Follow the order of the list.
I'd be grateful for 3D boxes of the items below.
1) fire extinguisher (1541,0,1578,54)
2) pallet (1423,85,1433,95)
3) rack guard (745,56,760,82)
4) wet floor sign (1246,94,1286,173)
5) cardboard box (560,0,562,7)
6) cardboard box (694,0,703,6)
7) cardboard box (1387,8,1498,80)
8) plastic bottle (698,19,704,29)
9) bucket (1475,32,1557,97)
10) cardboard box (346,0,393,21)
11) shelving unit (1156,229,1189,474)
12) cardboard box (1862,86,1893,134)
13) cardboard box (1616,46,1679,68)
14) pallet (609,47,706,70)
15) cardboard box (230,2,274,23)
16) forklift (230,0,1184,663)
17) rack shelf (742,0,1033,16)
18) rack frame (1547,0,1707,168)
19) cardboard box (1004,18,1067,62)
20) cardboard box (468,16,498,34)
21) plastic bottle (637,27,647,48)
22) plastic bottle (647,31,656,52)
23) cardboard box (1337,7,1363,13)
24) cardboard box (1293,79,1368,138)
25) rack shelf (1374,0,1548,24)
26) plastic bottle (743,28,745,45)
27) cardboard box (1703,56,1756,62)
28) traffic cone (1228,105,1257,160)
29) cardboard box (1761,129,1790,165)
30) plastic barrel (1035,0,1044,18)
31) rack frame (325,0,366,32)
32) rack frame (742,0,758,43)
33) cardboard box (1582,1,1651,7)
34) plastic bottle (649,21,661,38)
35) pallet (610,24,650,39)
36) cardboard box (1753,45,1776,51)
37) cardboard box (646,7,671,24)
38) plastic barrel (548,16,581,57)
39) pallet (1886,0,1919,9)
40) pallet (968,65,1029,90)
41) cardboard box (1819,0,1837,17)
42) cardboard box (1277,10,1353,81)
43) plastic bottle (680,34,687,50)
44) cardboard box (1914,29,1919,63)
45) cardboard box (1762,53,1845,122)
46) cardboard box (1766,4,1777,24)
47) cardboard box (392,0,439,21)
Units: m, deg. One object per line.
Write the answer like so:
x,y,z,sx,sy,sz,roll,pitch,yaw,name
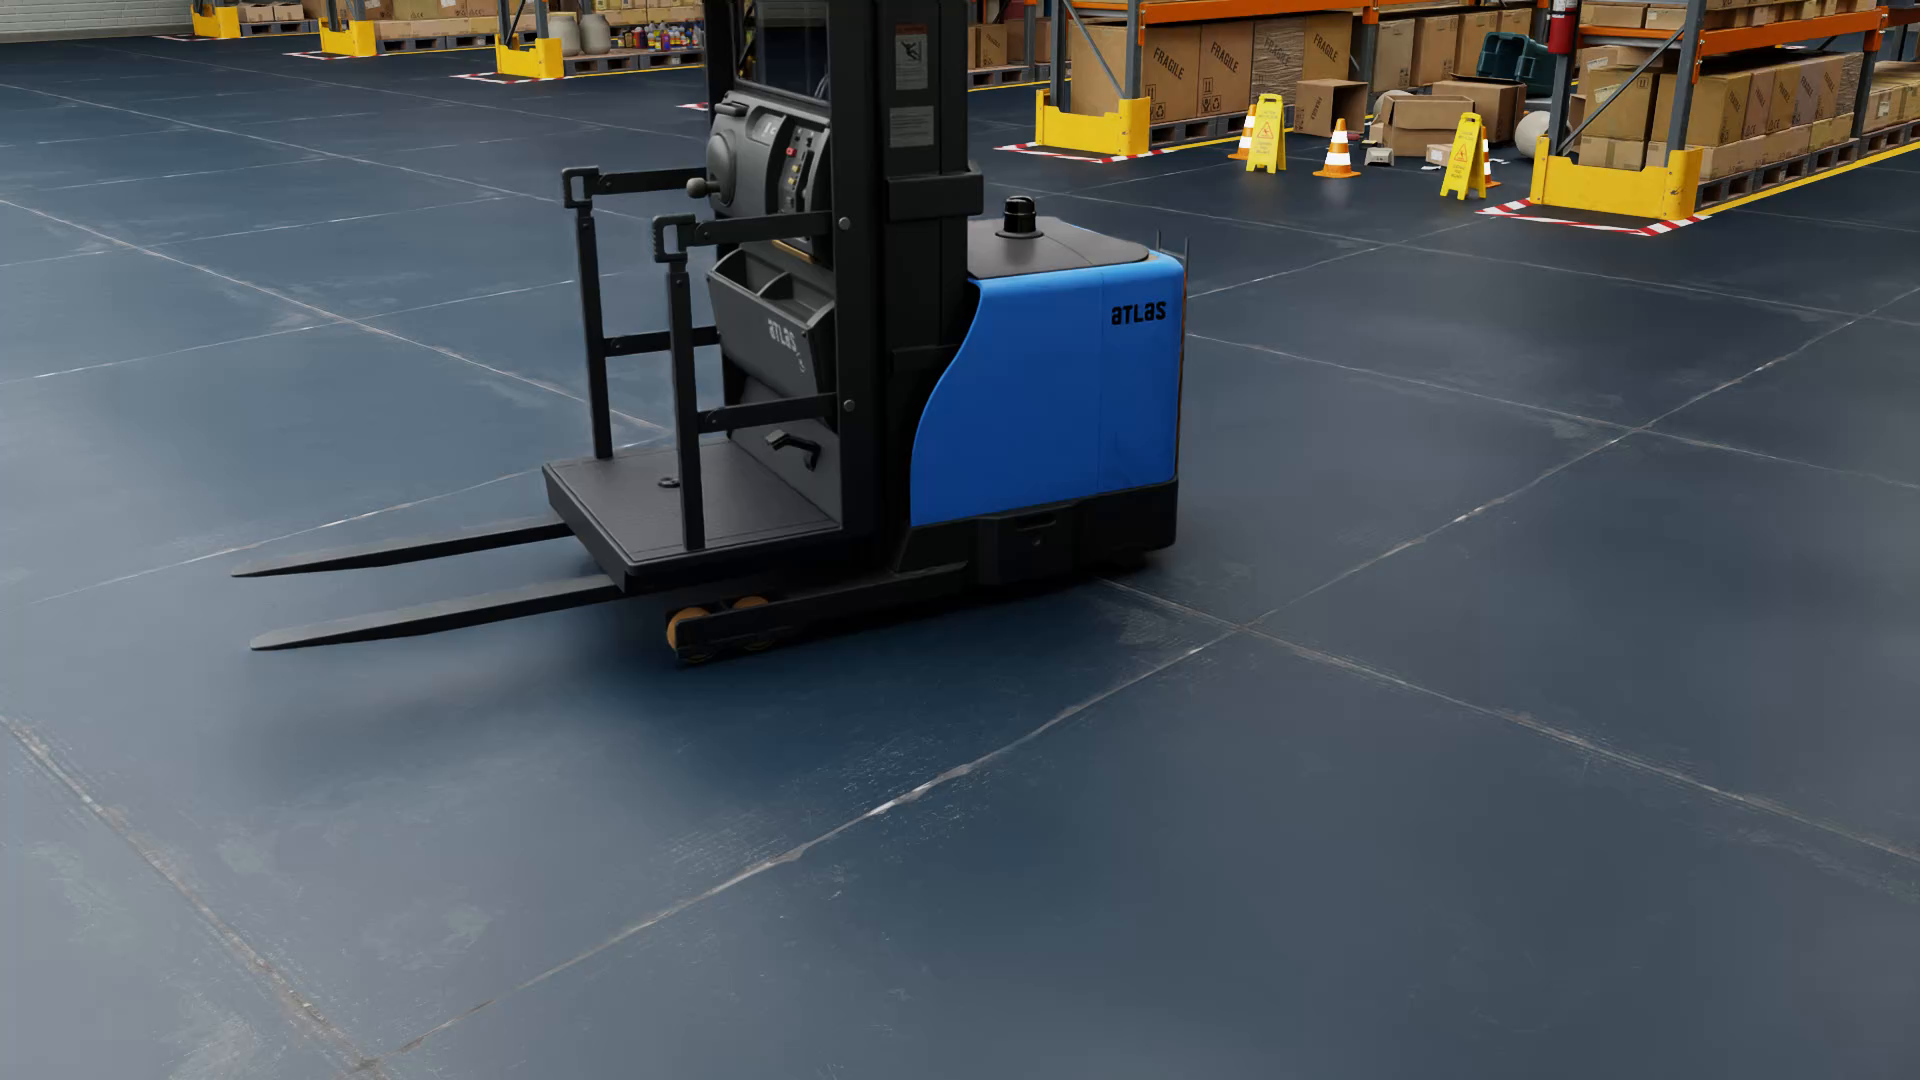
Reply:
4.460,-3.941,12.256,0.296,0.674,0.183,19,28,41,fire extinguisher
5.379,-5.363,19.735,1.003,0.211,1.213,19,28,41,pallet
-2.177,-5.225,18.971,1.175,0.500,0.348,19,28,41,rack guard
2.651,-3.503,14.288,0.267,0.644,0.232,14,25,32,wet floor sign
-8.204,-10.885,33.083,0.700,0.500,0.500,19,28,41,cardboard box
-4.646,-9.622,29.394,0.500,0.311,0.500,19,28,40,cardboard box
5.737,-5.947,19.917,0.750,0.750,1.050,-20,28,-41,cardboard box
-3.746,-7.469,24.405,0.144,0.351,0.185,19,28,41,plastic bottle
5.600,-4.702,16.572,0.620,0.611,0.726,1,19,-28,bucket
-9.165,-8.327,25.761,0.500,0.500,0.500,19,28,41,cardboard box
0.666,-0.605,6.186,0.252,1.050,0.215,-10,23,-25,shelving unit
8.024,-4.025,15.442,0.950,0.372,0.625,20,29,41,cardboard box
5.450,-3.839,13.180,0.250,0.149,0.380,-19,28,-40,cardboard box
-4.338,-6.861,23.630,1.003,0.211,1.213,19,28,41,pallet
-12.330,-9.197,28.955,0.500,0.311,0.500,15,26,35,cardboard box
-0.789,-1.208,5.133,3.031,2.935,1.130,-10,23,-25,forklift
-0.835,-6.550,19.938,1.077,0.370,4.000,19,28,41,rack shelf
4.870,-3.892,12.019,1.000,3.000,0.127,19,28,41,rack frame
1.004,-6.591,21.913,0.700,0.500,0.500,17,27,37,cardboard box
-7.744,-8.232,26.559,0.500,0.250,0.500,19,28,41,cardboard box
-4.540,-7.162,23.701,0.061,0.283,0.133,19,28,41,plastic bottle
-4.291,-6.931,23.117,0.097,0.271,0.097,0,21,0,plastic bottle
5.709,-8.491,26.362,1.225,0.875,0.875,19,28,41,cardboard box
3.696,-4.311,16.591,0.500,0.500,0.500,-14,25,-33,cardboard box
5.438,-6.311,19.316,1.077,0.370,4.000,19,28,41,rack shelf
-3.231,-7.371,24.150,0.144,0.351,0.185,18,28,39,plastic bottle
6.327,-3.825,14.047,0.500,0.500,0.500,-18,28,-39,cardboard box
2.641,-3.701,15.060,0.336,0.463,0.334,19,28,41,traffic cone
6.364,-3.215,13.506,0.500,0.250,0.500,-18,27,-39,cardboard box
1.248,-9.291,28.947,0.421,0.512,0.421,0,21,0,plastic barrel
-9.326,-8.852,24.925,1.000,3.000,0.127,19,28,41,rack frame
-2.989,-8.640,24.372,1.000,3.000,0.127,19,28,41,rack frame
5.051,-4.286,12.490,0.500,0.500,0.500,19,28,40,cardboard box
-4.407,-7.299,23.964,0.185,0.351,0.144,-19,28,-40,plastic bottle
-6.049,-8.778,28.618,1.003,0.211,1.213,19,28,41,pallet
6.925,-4.384,14.597,0.250,0.149,0.380,-20,28,-41,cardboard box
-5.359,-9.100,28.815,0.500,0.250,0.500,18,28,39,cardboard box
-5.375,-6.835,22.558,0.421,0.512,0.421,0,21,0,plastic barrel
8.298,-4.990,15.144,1.003,0.211,1.213,19,28,41,pallet
0.117,-5.917,21.175,1.003,0.211,1.213,19,28,41,pallet
6.948,-4.382,13.644,0.380,0.149,0.250,19,28,40,cardboard box
3.554,-5.193,17.780,0.875,0.875,0.875,-20,28,-41,cardboard box
-3.913,-7.038,23.492,0.097,0.201,0.097,0,21,0,plastic bottle
10.992,-5.309,18.082,0.875,0.875,0.875,19,28,40,cardboard box
7.086,-3.832,14.065,0.500,0.500,0.500,-20,28,-41,cardboard box
6.031,-4.055,12.793,0.250,0.149,0.380,-19,28,-41,cardboard box
-8.445,-8.326,25.758,0.500,0.500,0.500,19,28,41,cardboard box
